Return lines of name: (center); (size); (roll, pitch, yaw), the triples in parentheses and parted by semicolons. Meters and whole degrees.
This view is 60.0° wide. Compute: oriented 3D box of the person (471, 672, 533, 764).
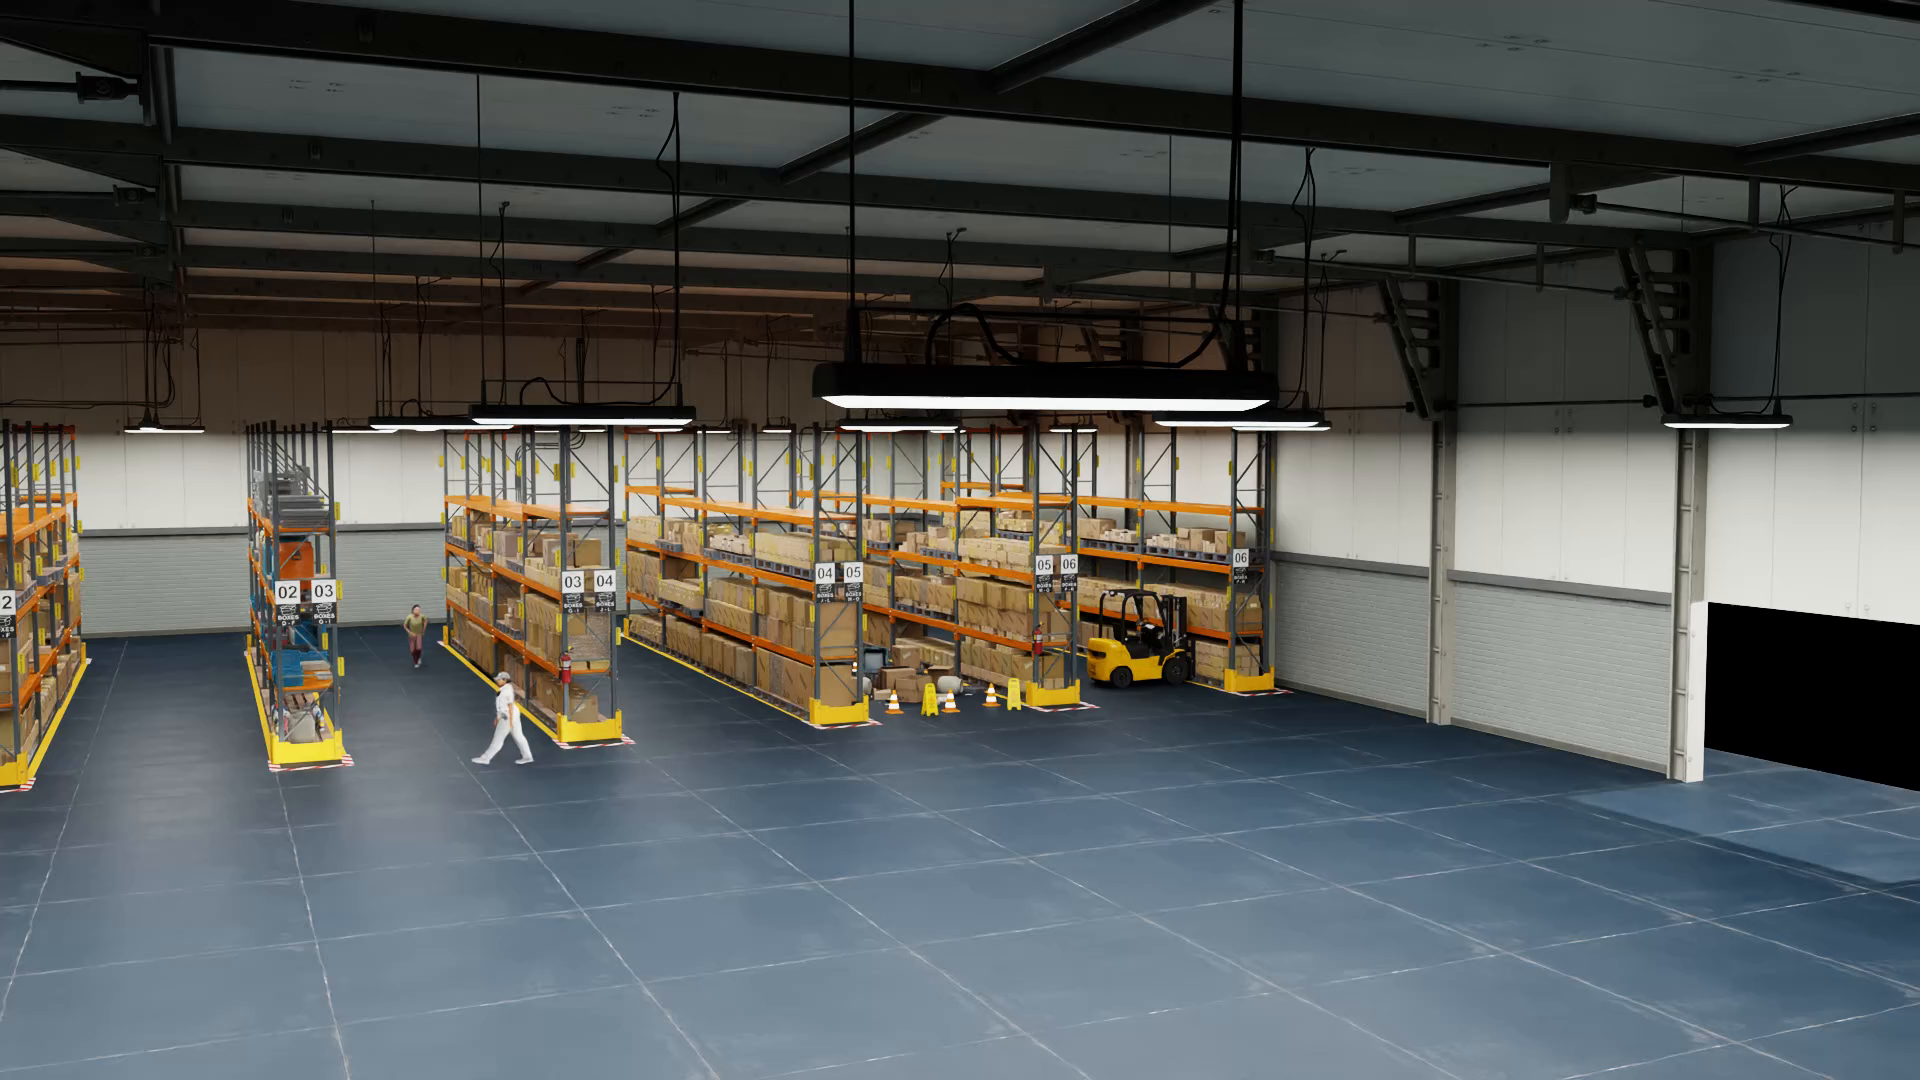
person: (-7.935, 3.091, 28.833); (0.998, 1.610, 0.524); (0, 4, -5)

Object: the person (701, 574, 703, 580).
person: (-7.372, 1.856, 47.753); (0.568, 1.776, 0.479); (0, 4, 5)

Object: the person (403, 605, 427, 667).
person: (-13.440, 2.371, 41.054); (0.538, 1.579, 0.691); (-1, 4, -13)
